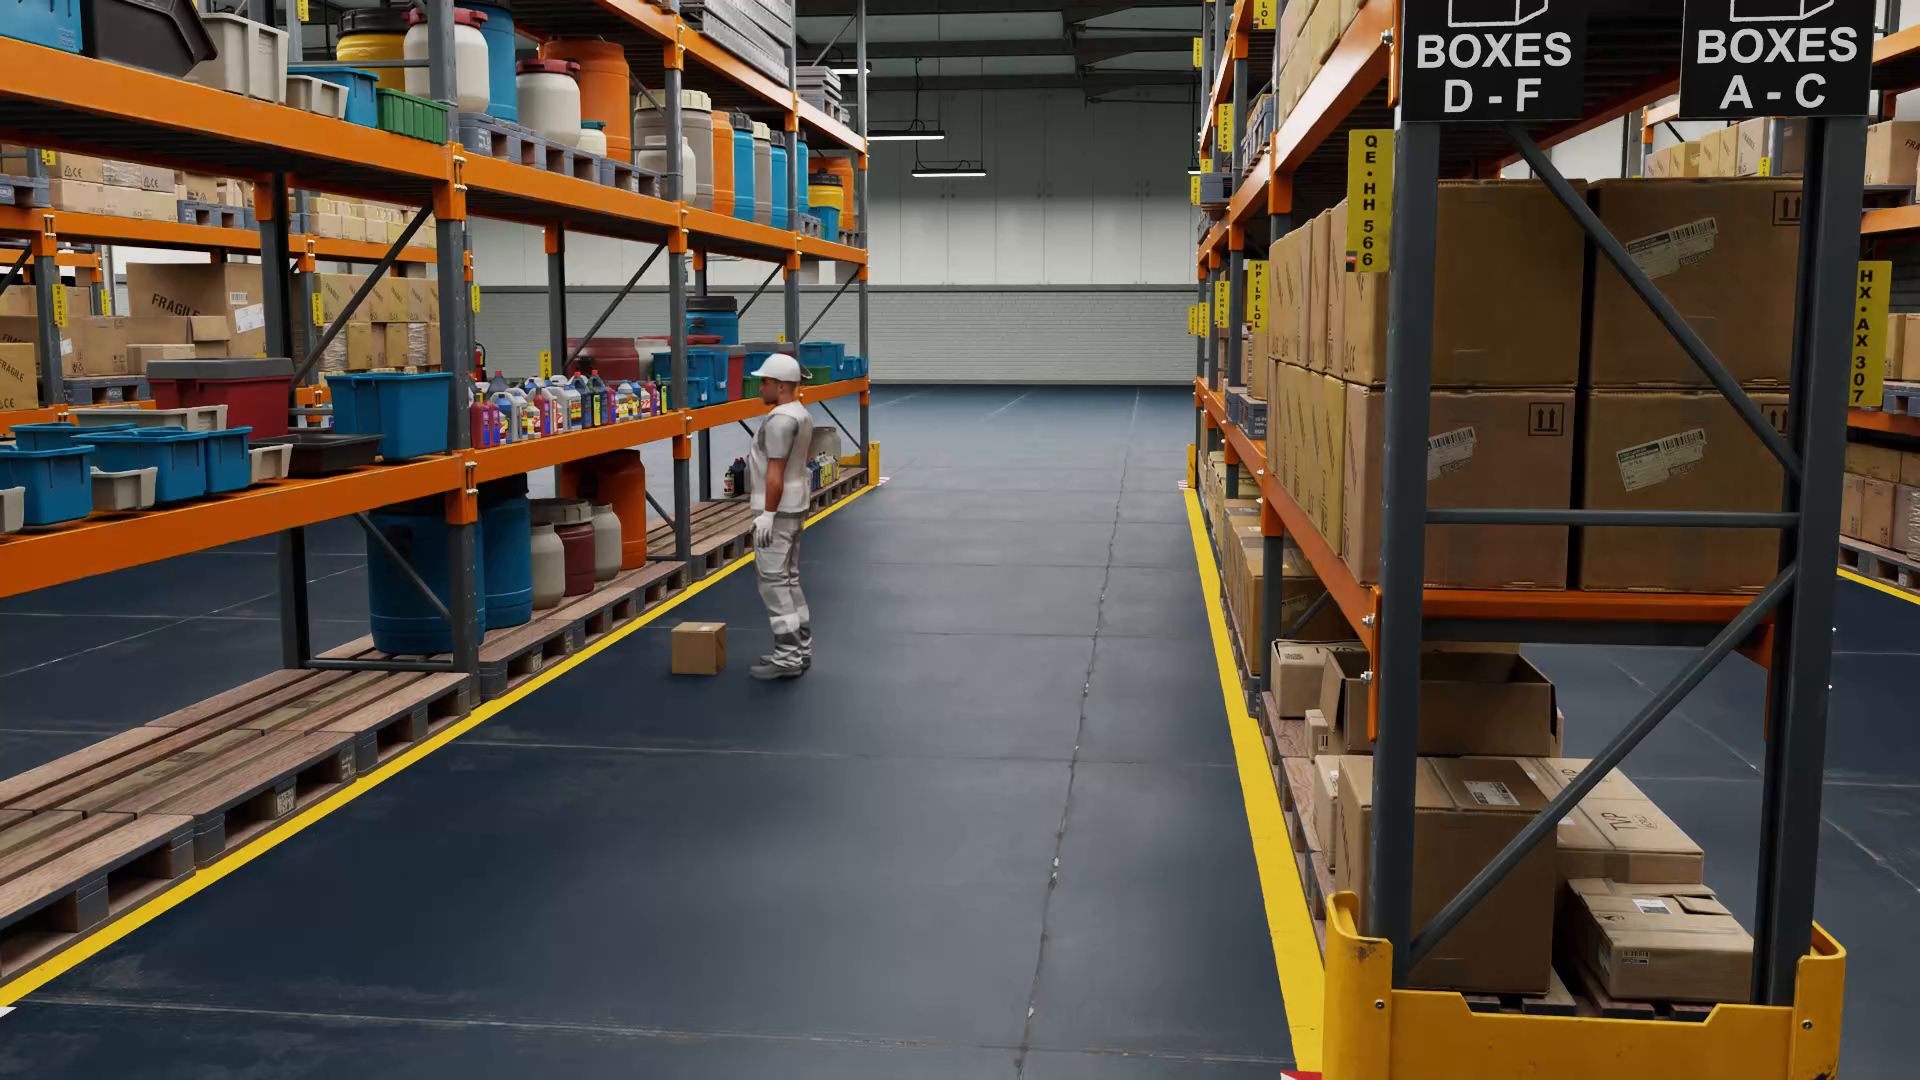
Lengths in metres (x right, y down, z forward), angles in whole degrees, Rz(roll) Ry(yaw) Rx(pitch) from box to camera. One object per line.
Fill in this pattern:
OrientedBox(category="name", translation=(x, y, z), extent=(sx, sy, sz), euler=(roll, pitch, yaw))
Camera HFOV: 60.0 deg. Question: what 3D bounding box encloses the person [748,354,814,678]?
OrientedBox(category="person", translation=(-1.001, -0.137, 9.258), extent=(0.338, 1.786, 0.525), euler=(1, 8, 7))
